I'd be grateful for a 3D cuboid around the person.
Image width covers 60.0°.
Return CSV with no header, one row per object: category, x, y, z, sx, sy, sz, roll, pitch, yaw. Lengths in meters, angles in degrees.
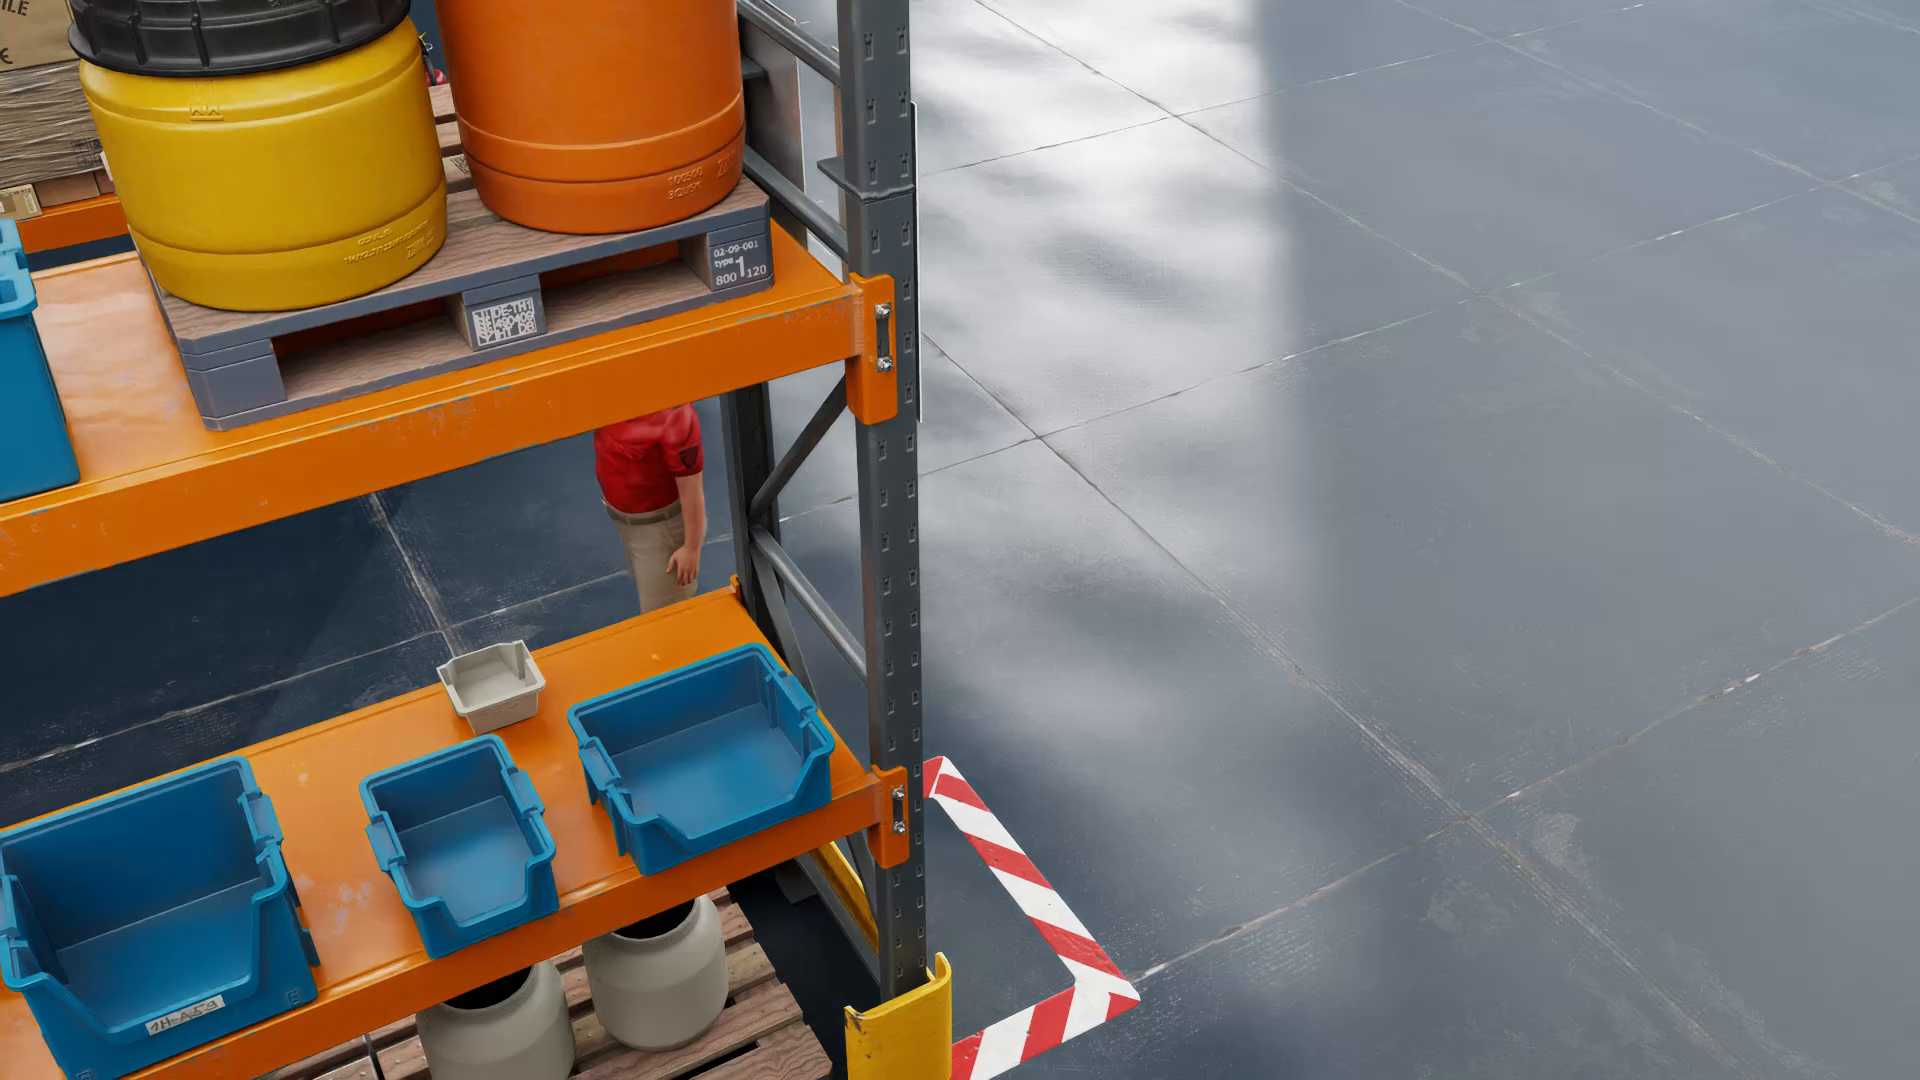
person,-1.168,-0.050,6.273,0.380,1.792,0.563,-19,41,-24
